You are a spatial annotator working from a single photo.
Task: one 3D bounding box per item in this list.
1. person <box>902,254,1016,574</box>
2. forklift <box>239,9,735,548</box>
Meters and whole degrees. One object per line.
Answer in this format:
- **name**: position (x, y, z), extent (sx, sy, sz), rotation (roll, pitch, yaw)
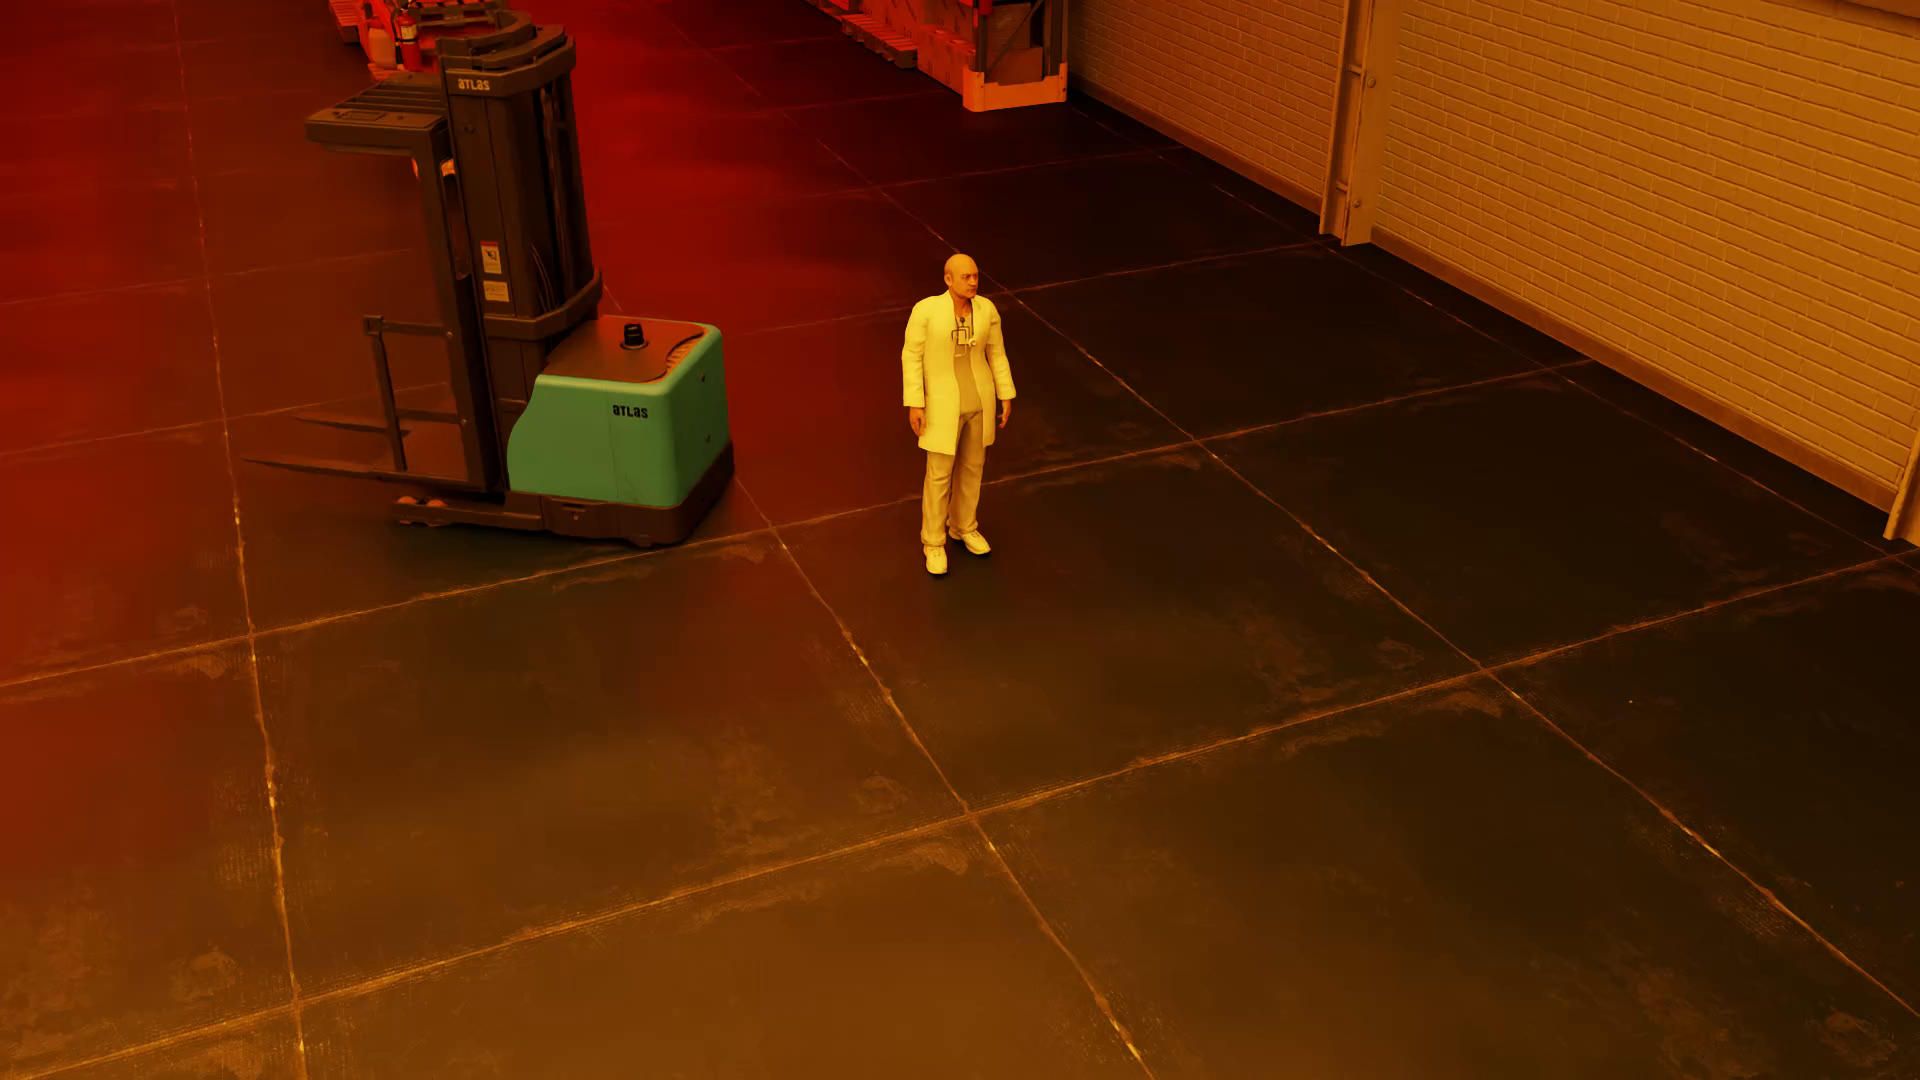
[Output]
- **person**: position (0.032, -0.735, 9.555), extent (0.694, 1.775, 0.581), rotation (-12, 32, -20)
- **forklift**: position (-3.021, -1.597, 9.913), extent (3.031, 2.935, 1.130), rotation (6, 30, 11)
